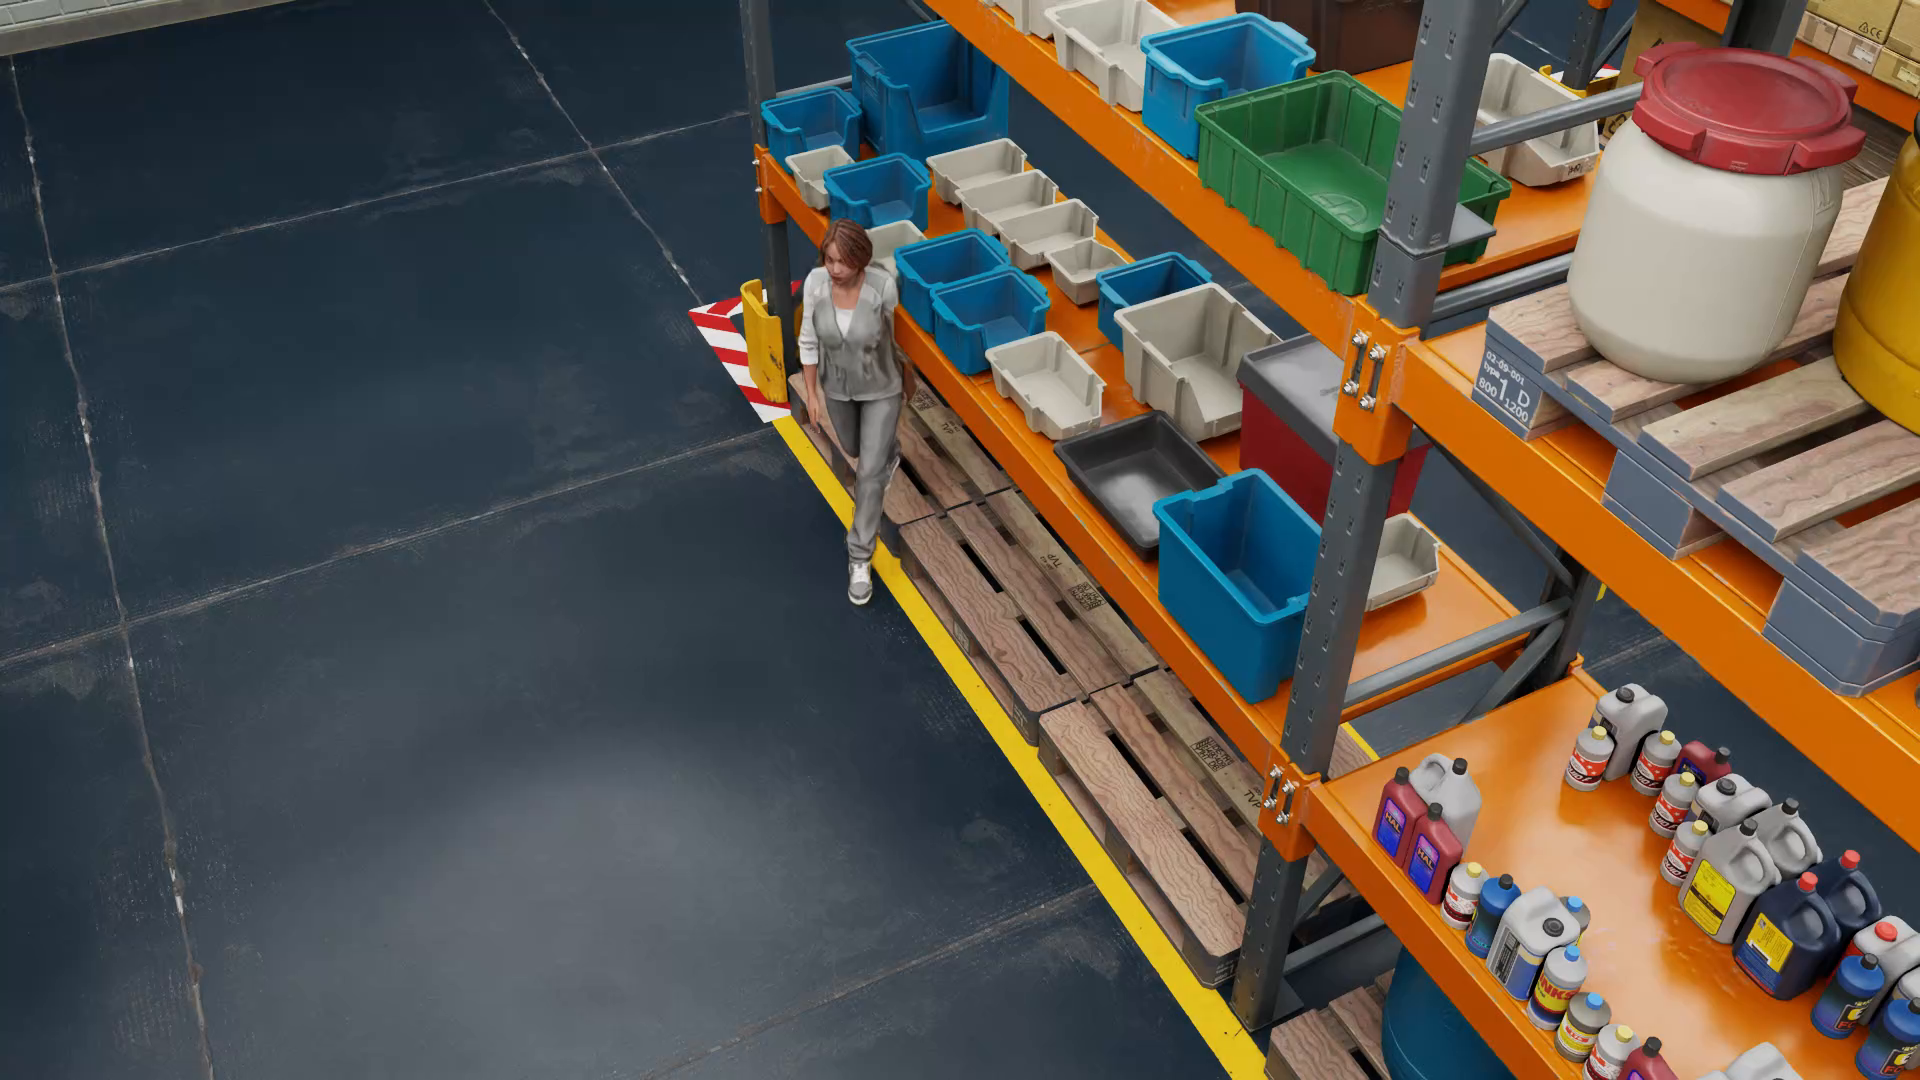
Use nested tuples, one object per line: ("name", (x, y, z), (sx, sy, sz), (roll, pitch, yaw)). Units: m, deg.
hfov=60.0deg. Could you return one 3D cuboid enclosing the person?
("person", (-0.428, -0.610, 6.679), (0.422, 1.540, 0.903), (12, 43, 13))
